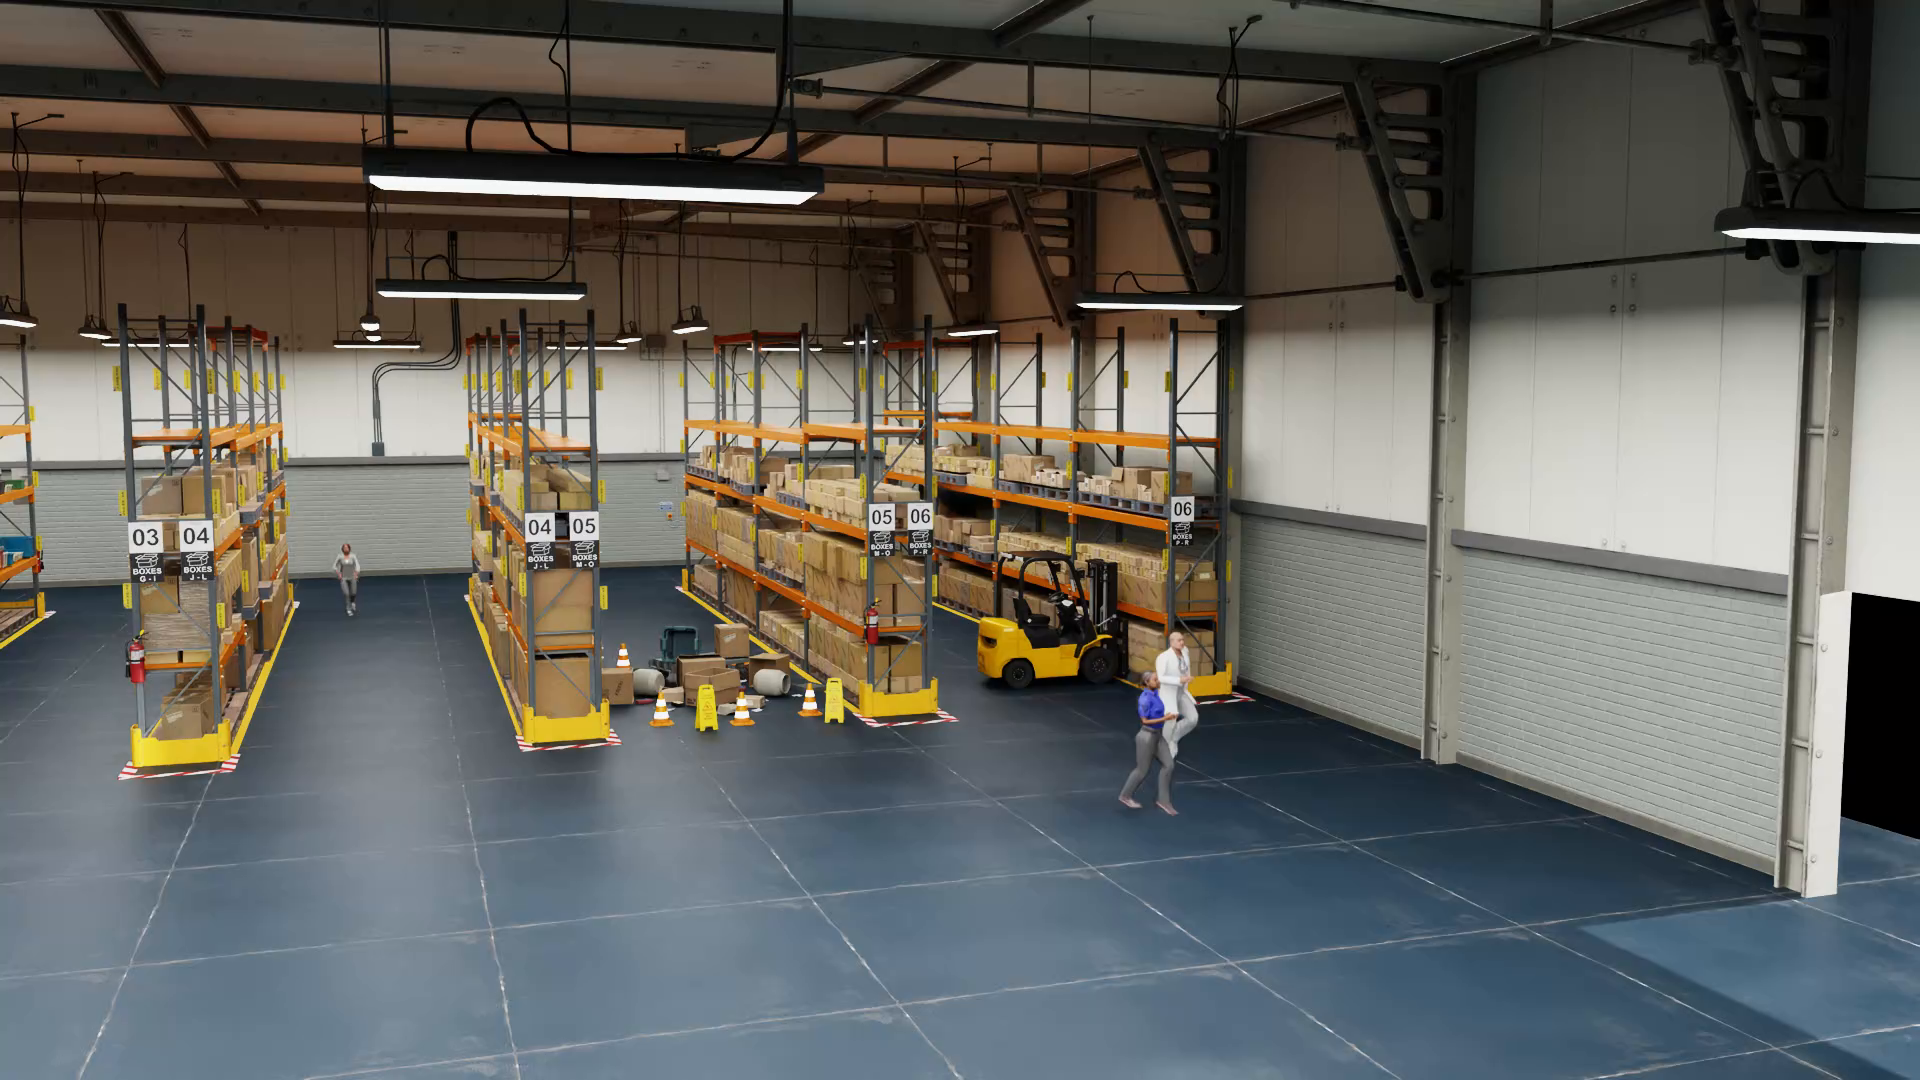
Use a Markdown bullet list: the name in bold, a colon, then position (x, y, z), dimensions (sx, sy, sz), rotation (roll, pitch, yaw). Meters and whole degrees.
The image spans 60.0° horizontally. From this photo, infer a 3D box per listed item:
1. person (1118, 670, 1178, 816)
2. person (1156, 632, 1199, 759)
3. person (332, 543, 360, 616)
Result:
- **person**: position (2.201, 2.352, 19.277), dimensions (0.728, 1.713, 0.559), rotation (3, 6, 30)
- **person**: position (2.861, 2.056, 21.879), dimensions (0.759, 1.729, 0.794), rotation (-3, 6, -33)
- **person**: position (-13.185, 0.844, 35.737), dimensions (0.553, 1.567, 0.535), rotation (-2, 6, -24)
